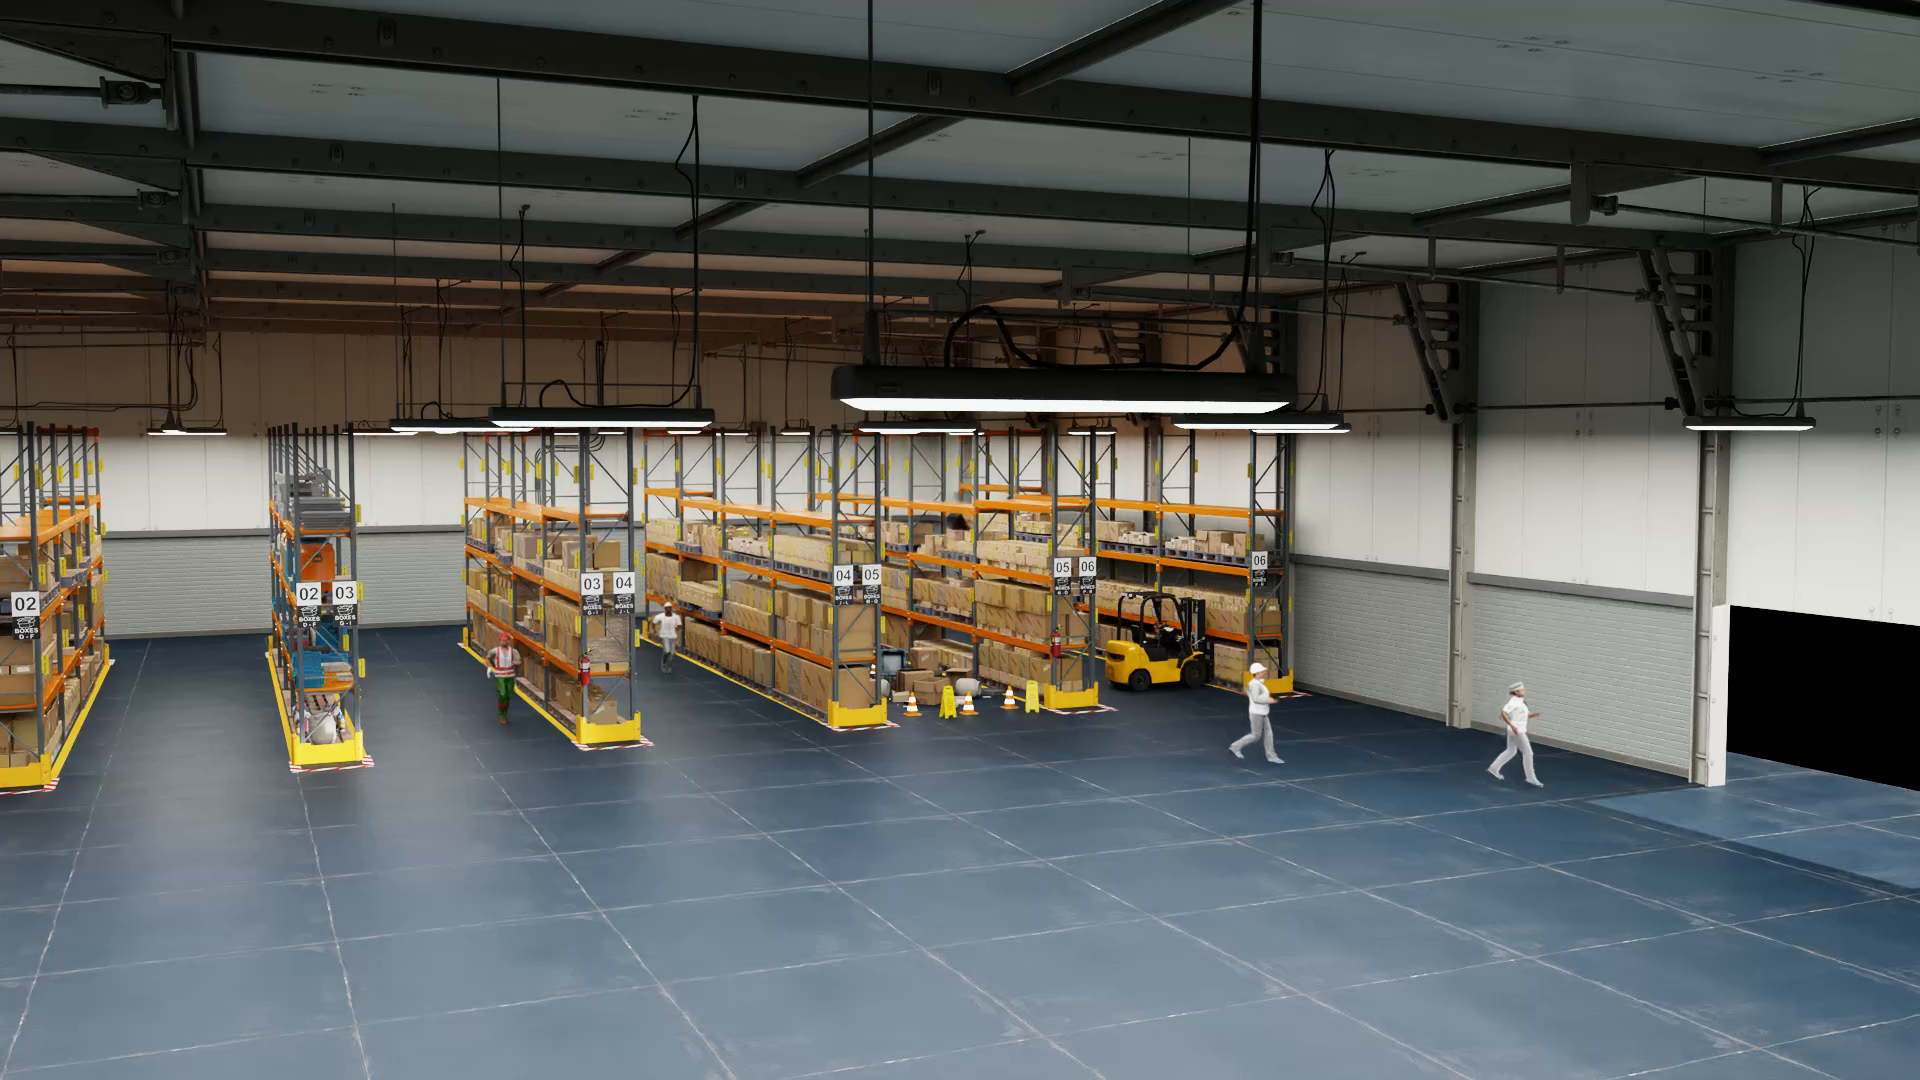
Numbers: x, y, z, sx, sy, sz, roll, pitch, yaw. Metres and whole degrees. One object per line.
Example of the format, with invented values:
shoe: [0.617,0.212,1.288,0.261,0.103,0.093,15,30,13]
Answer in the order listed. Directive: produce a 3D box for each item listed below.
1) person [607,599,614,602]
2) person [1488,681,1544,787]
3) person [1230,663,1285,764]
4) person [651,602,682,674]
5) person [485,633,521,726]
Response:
person: [-10.106,2.043,47.746,0.562,1.545,0.576,1,4,20]
person: [9.177,3.182,27.432,0.885,1.721,0.562,1,4,18]
person: [5.222,3.041,29.155,0.954,1.772,0.662,1,4,17]
person: [-7.076,2.375,40.372,0.685,1.740,0.665,-2,4,-26]
person: [-9.145,2.788,33.385,0.643,1.846,0.774,-2,4,-32]
